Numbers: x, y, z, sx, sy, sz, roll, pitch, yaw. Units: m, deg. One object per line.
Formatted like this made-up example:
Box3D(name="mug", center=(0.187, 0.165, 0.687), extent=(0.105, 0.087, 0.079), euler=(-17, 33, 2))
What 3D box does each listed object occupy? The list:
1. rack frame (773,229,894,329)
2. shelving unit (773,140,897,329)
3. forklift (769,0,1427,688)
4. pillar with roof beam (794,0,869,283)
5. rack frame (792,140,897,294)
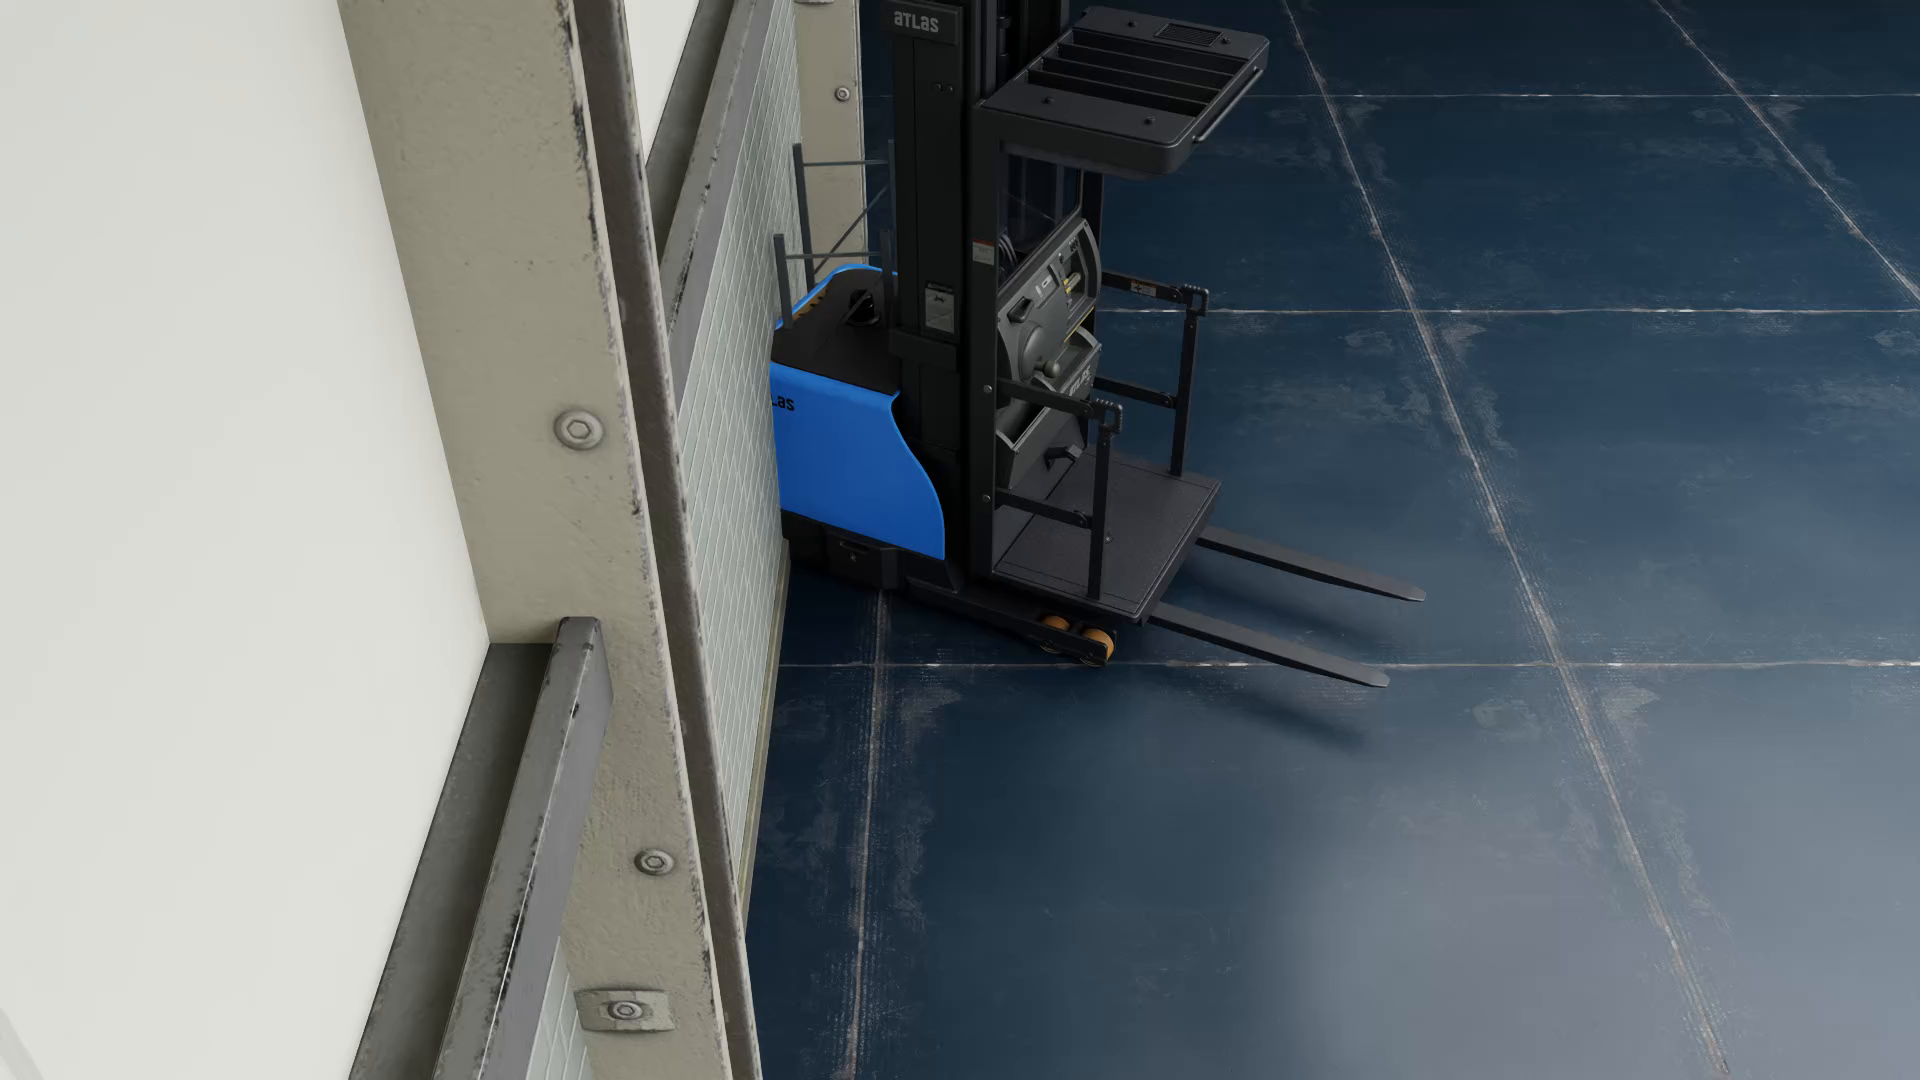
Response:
Box3D(name="rack frame", center=(-0.524, -0.710, 7.595), extent=(0.500, 1.500, 0.032), euler=(-2, 35, 1))
Box3D(name="shelving unit", center=(-0.525, -0.999, 8.002), extent=(0.587, 1.500, 1.083), euler=(-2, 35, 1))
Box3D(name="forklift", center=(0.559, -0.970, 6.862), extent=(3.031, 2.935, 1.130), euler=(17, 42, 20))
Box3D(name="pillar with roof beam", center=(3.619, -4.841, 6.840), extent=(9.100, 9.000, 0.400), euler=(0, 39, 0))
Box3D(name="rack frame", center=(-0.526, -1.298, 8.424), extent=(0.500, 1.500, 0.032), euler=(-2, 35, 1))
